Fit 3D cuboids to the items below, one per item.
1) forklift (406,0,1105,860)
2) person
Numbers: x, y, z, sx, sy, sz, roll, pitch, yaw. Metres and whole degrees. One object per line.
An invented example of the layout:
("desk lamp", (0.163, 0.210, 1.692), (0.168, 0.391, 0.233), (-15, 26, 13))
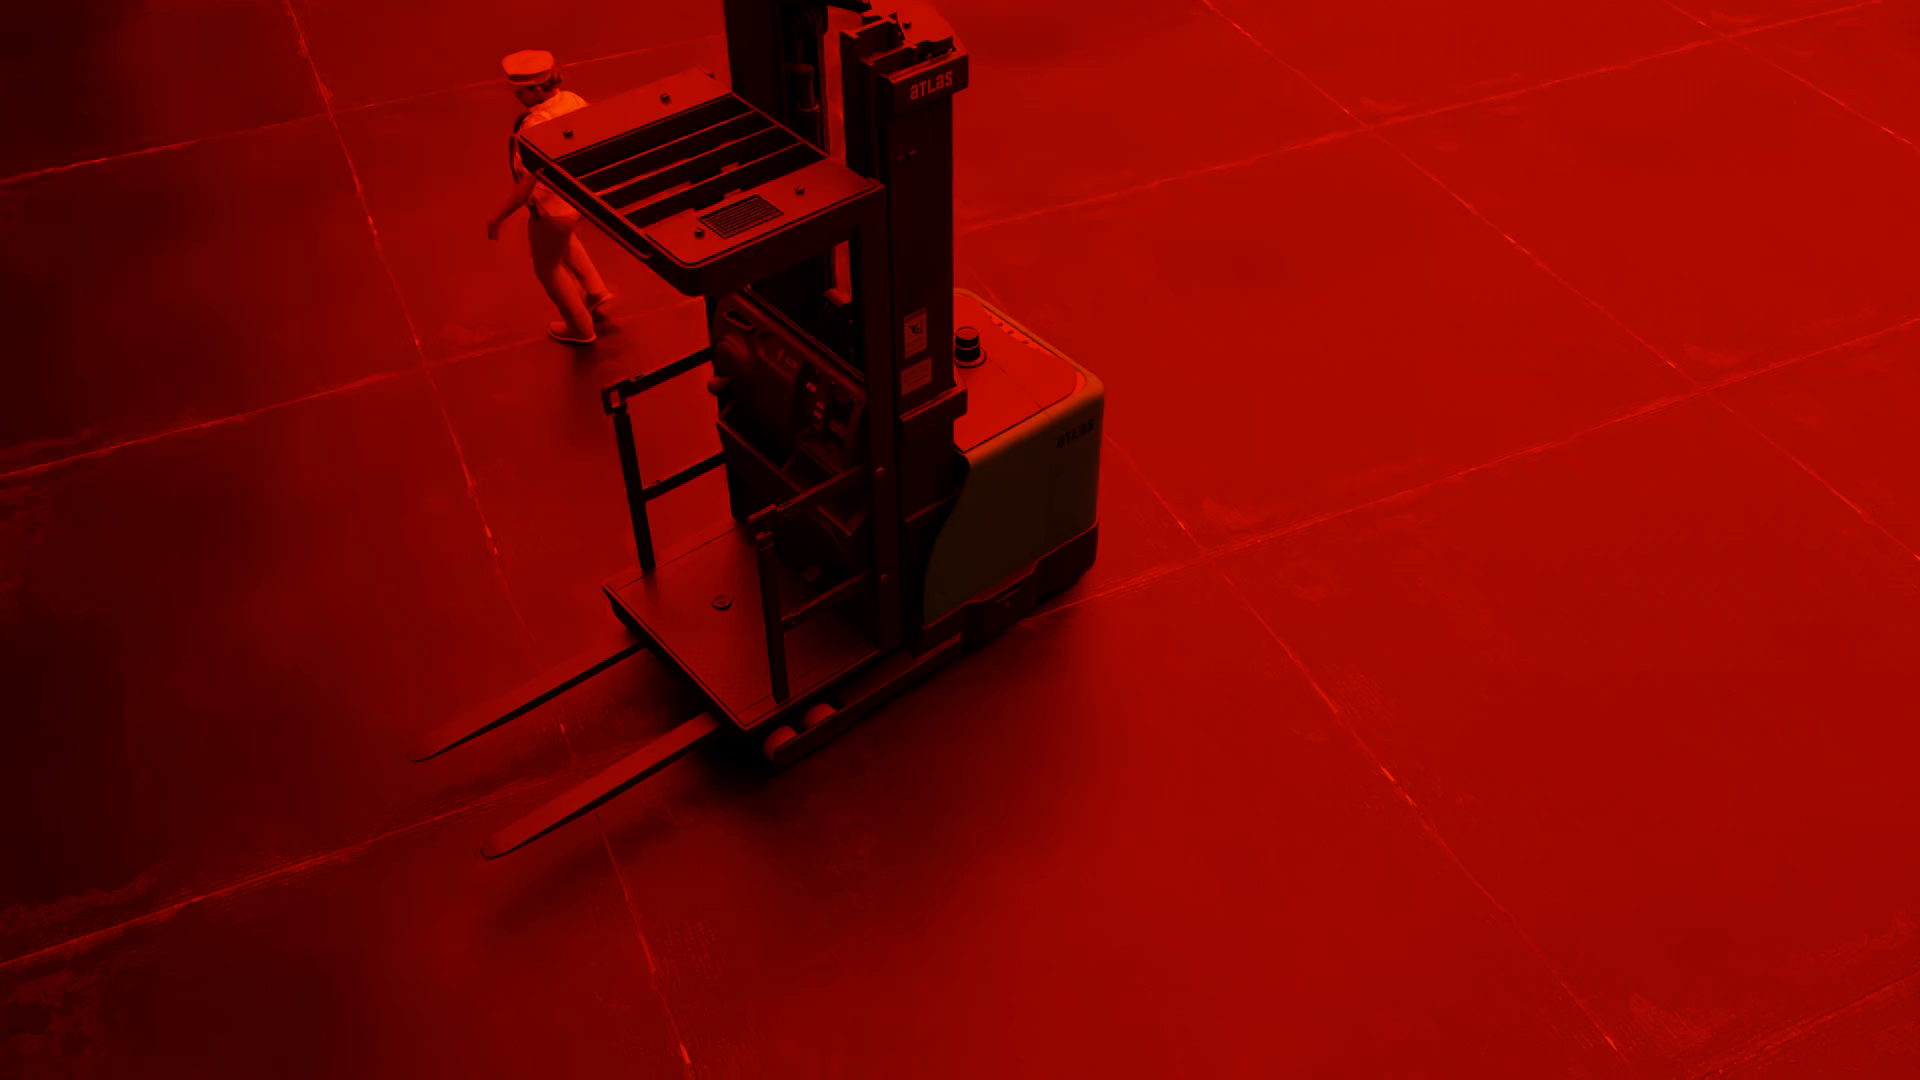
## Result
("forklift", (-0.826, -0.551, 6.271), (3.031, 2.935, 1.130), (-30, 51, -28))
("person", (-2.100, -1.694, 8.467), (0.461, 1.658, 0.733), (18, 46, 18))
